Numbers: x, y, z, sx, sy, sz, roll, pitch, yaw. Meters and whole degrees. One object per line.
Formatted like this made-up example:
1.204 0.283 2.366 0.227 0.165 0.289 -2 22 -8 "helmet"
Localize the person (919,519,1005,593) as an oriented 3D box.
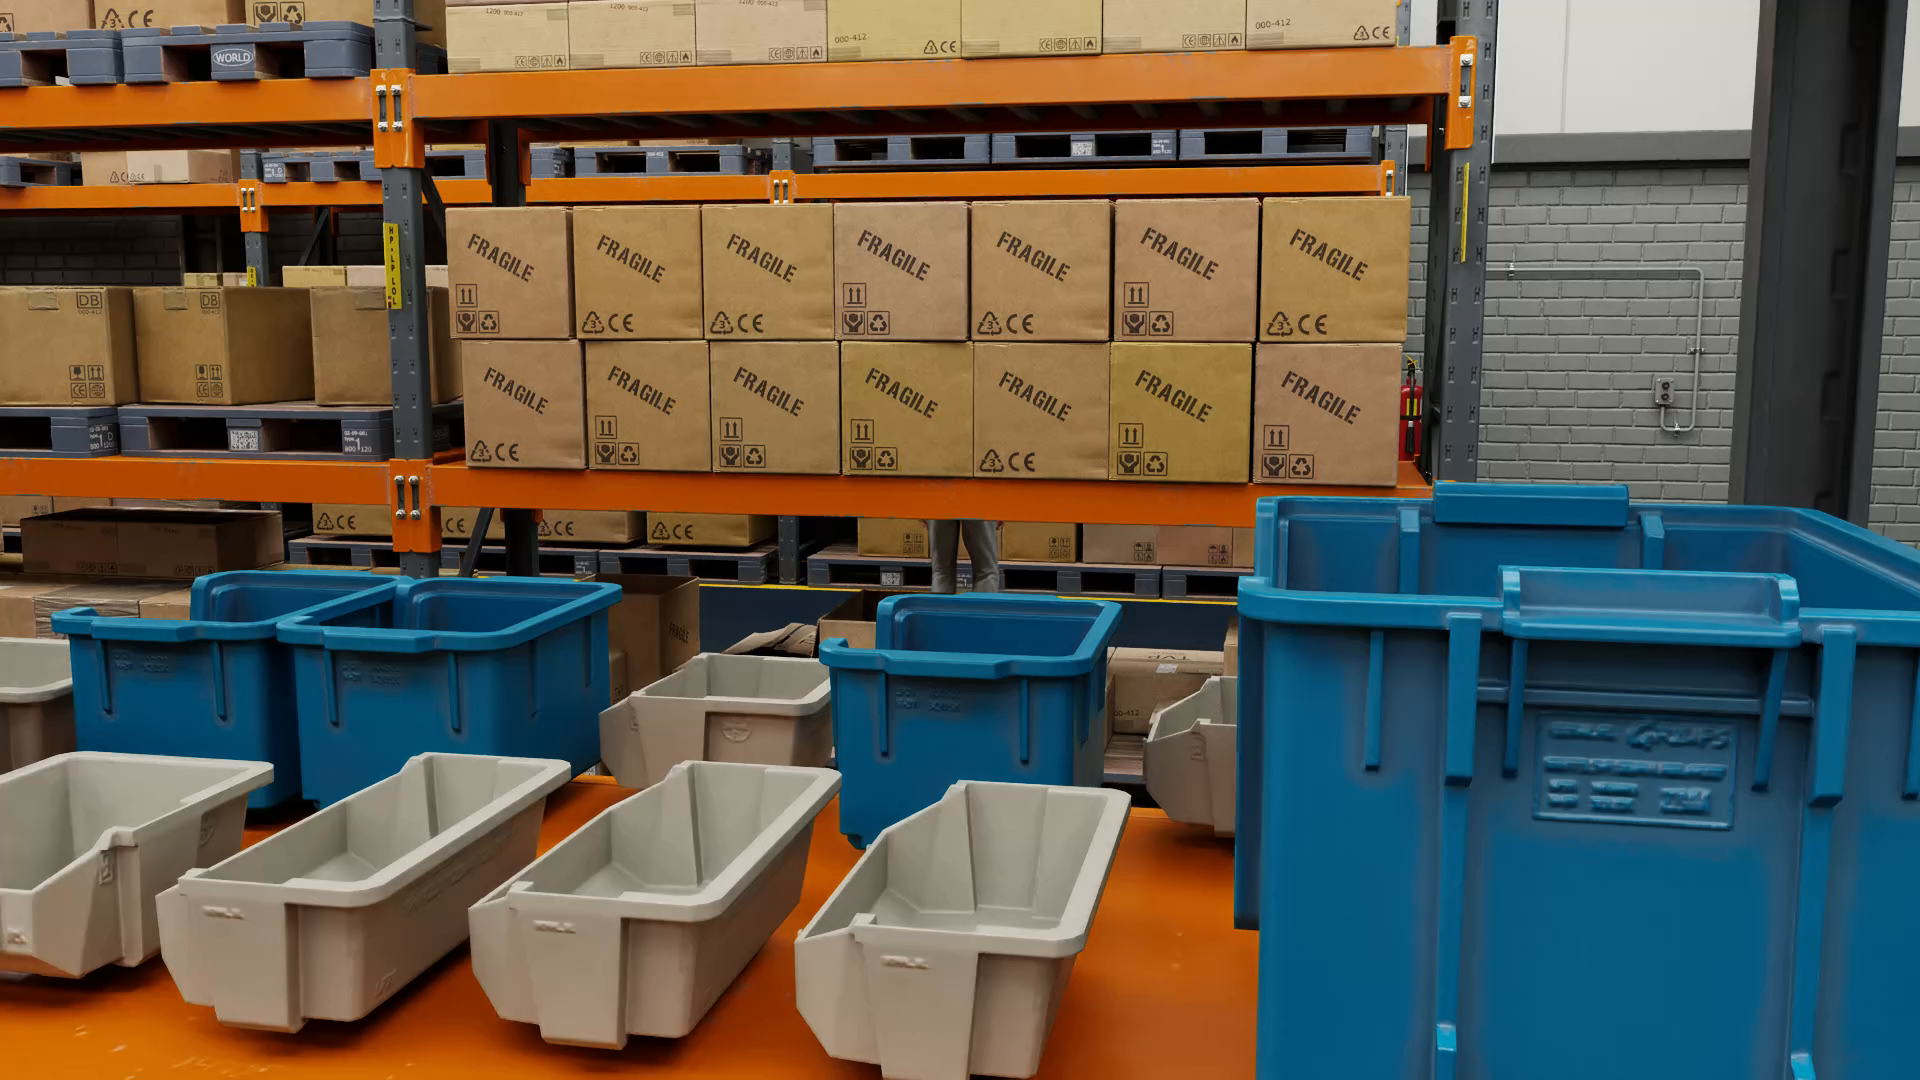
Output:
0.011 -0.169 9.019 0.497 1.672 0.351 1 8 10 "person"
